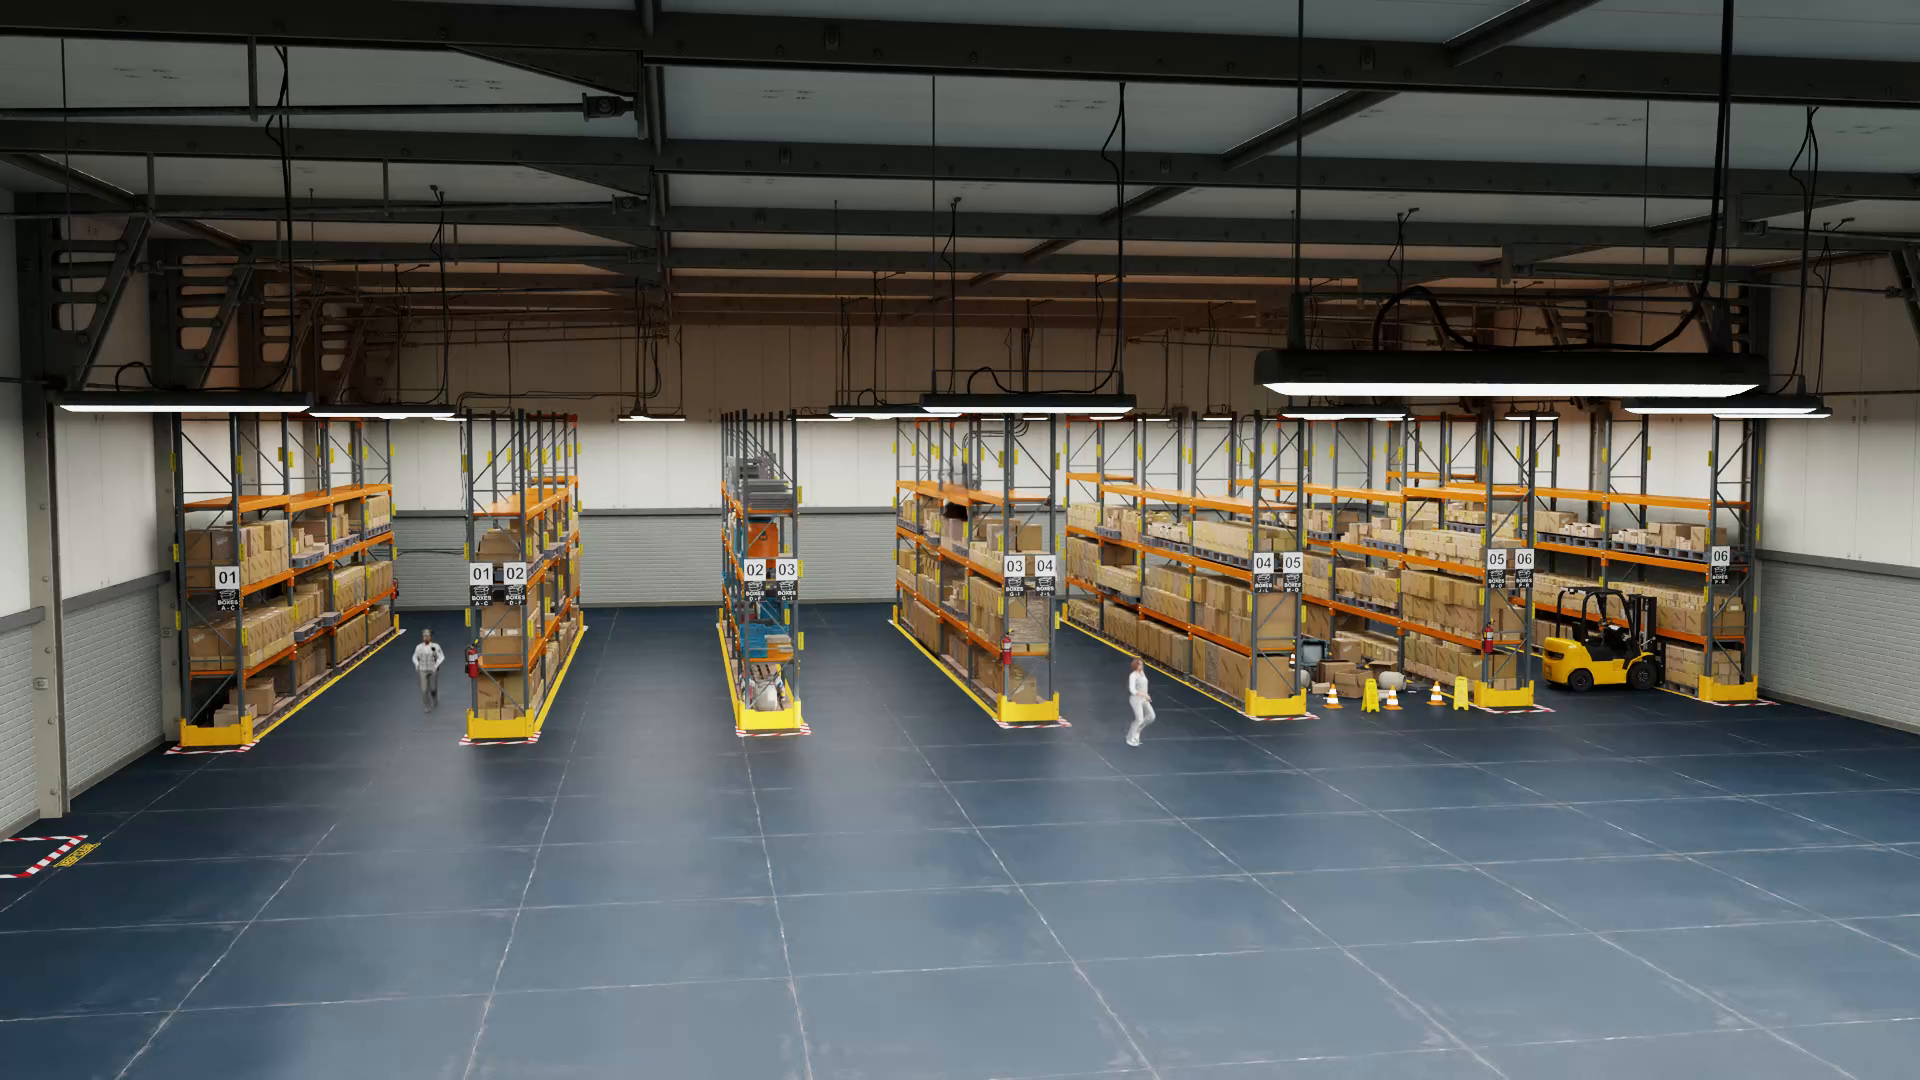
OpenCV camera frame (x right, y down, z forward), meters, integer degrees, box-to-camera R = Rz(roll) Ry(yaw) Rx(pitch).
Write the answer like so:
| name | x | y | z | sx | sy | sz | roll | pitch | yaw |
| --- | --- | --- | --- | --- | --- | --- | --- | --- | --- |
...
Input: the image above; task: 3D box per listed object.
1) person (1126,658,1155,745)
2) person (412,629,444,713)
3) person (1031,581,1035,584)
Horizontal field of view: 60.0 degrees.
| name | x | y | z | sx | sy | sz | roll | pitch | yaw |
| --- | --- | --- | --- | --- | --- | --- | --- | --- | --- |
| person | 3.207 | 2.879 | 29.593 | 0.540 | 1.558 | 0.553 | 3 | 5 | 34 |
| person | -10.583 | 2.590 | 33.075 | 0.612 | 1.648 | 0.576 | -1 | 4 | -12 |
| person | 2.235 | 1.506 | 49.065 | 0.748 | 1.630 | 0.648 | -3 | 5 | -35 |
